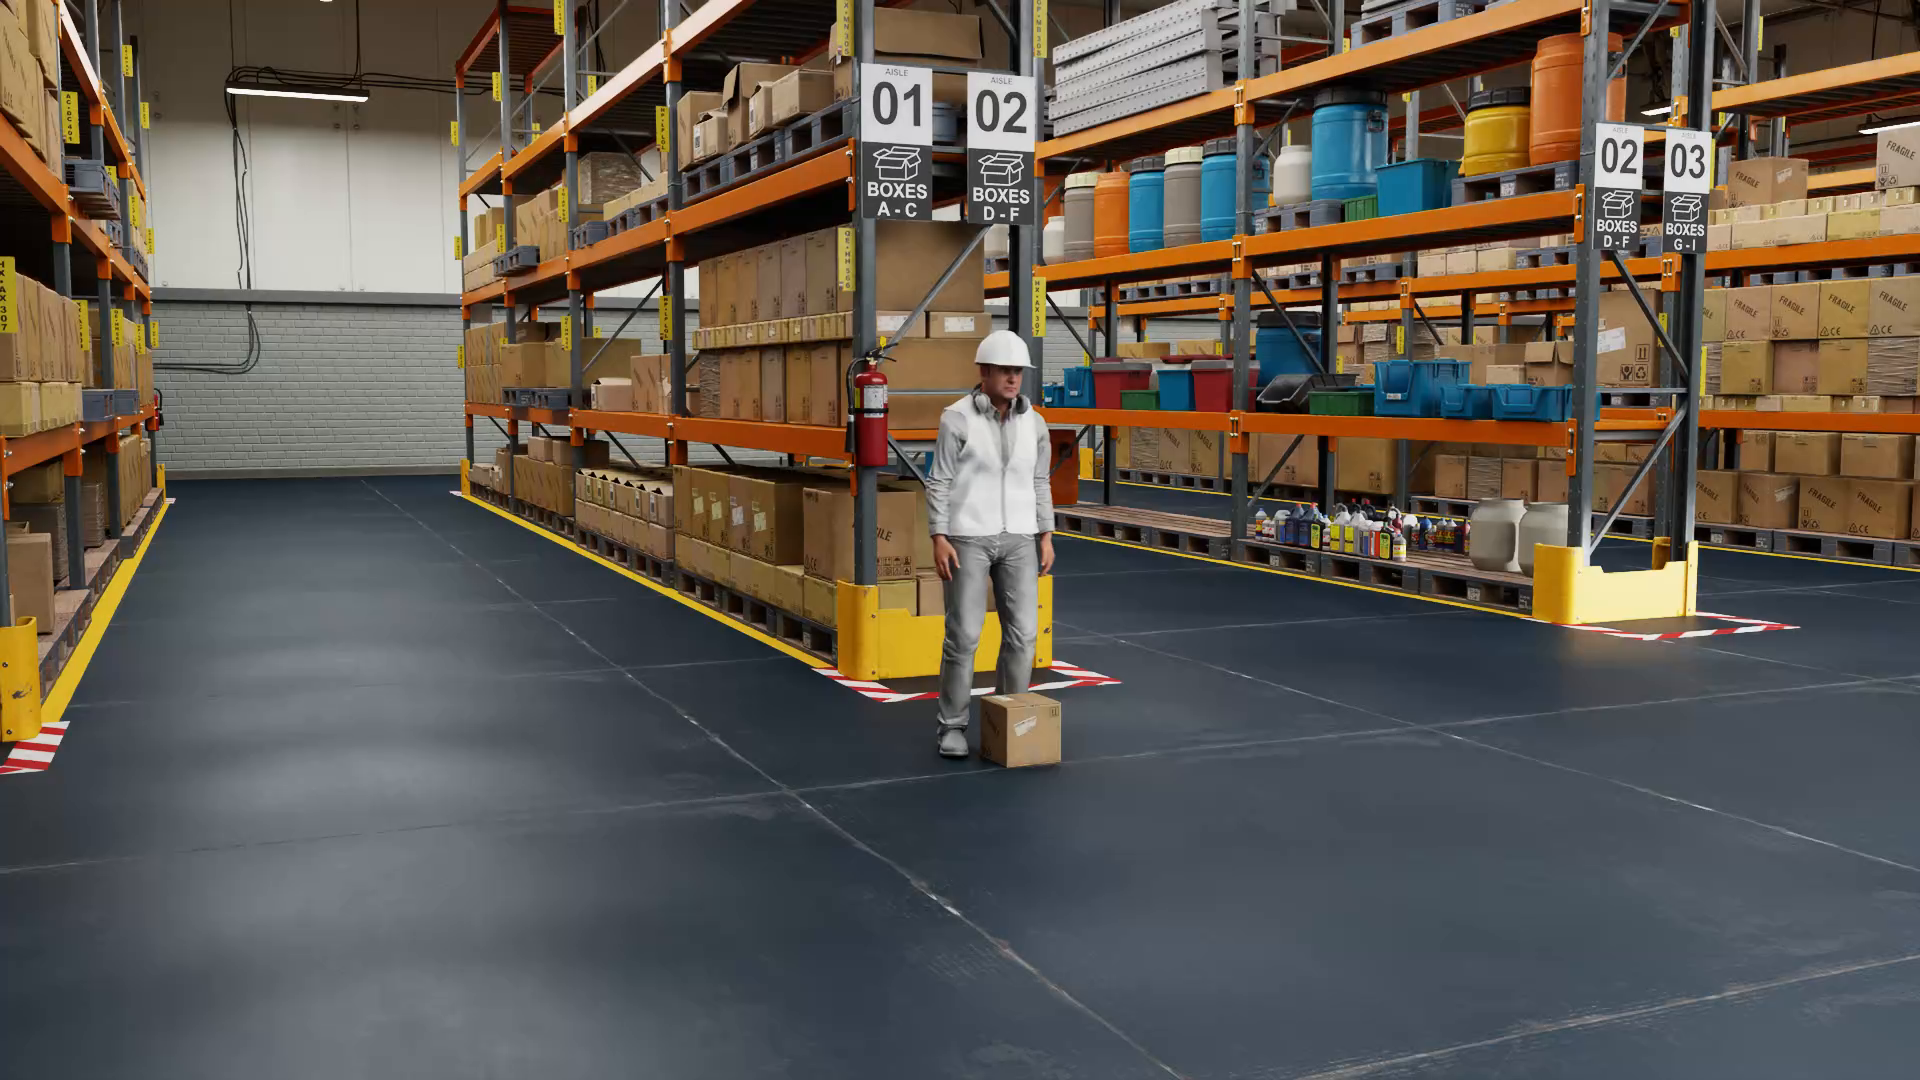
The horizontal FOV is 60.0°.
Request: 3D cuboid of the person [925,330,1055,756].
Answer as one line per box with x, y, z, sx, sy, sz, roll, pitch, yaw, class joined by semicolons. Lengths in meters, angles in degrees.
0.137;0.006;7.047;0.581;1.771;0.464;-2;6;-24;person
